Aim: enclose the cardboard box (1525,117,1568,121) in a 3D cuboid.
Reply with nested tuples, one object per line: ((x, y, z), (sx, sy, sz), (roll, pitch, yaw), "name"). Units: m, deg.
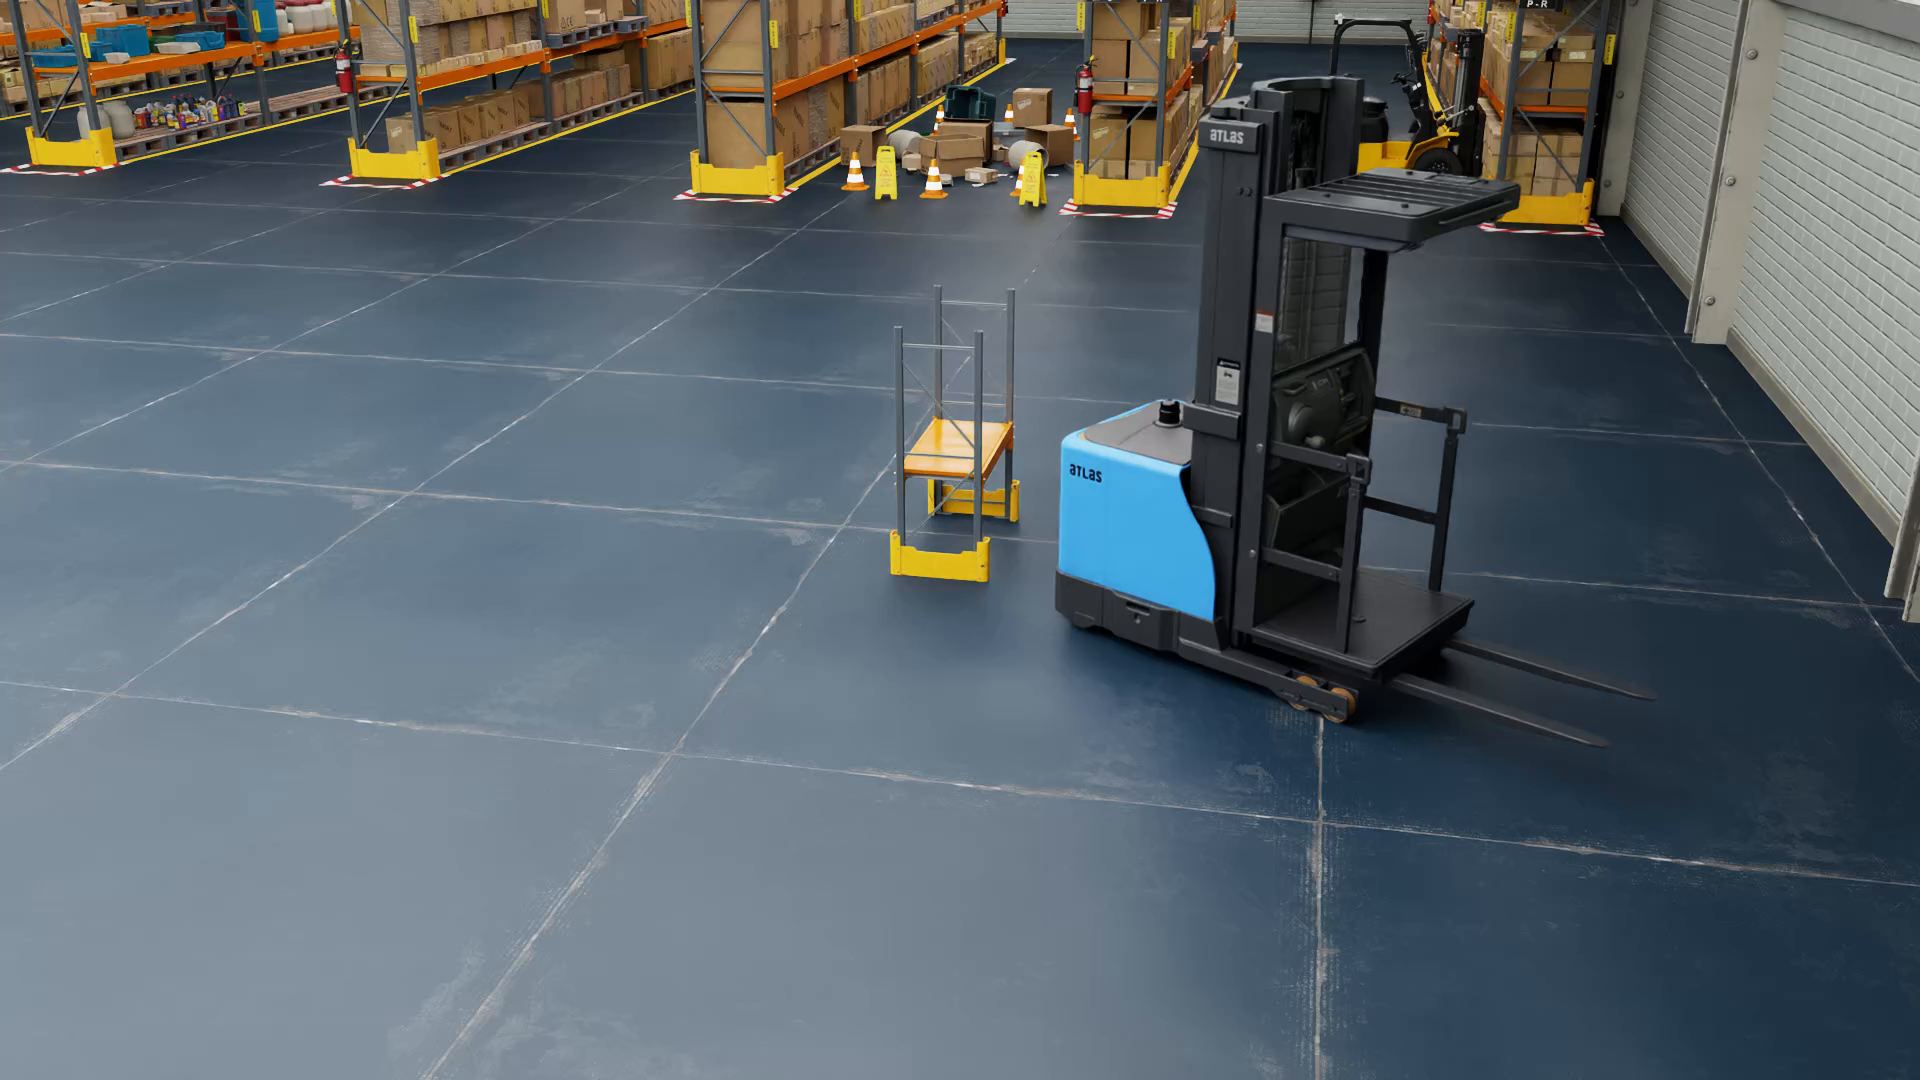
((7.465, -5.298, 21.273), (0.500, 0.250, 0.500), (4, 22, 10), "cardboard box")

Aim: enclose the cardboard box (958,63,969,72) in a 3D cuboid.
((-0.030, -9.289, 32.656), (0.380, 0.149, 0.250), (3, 22, 9), "cardboard box")

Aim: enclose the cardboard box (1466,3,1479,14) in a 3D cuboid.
((8.085, -8.283, 25.902), (0.380, 0.149, 0.250), (5, 22, 12), "cardboard box")

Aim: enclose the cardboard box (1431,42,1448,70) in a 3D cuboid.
((9.694, -9.562, 32.865), (0.700, 0.500, 0.500), (5, 23, 13), "cardboard box")

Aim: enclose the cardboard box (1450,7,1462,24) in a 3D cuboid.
((8.390, -8.663, 27.487), (0.500, 0.250, 0.500), (3, 22, 8), "cardboard box")

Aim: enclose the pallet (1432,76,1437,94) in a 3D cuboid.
((9.449, -8.548, 31.295), (1.003, 0.211, 1.213), (4, 22, 11), "pallet")

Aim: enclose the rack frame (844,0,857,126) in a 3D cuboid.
((-2.051, -7.382, 24.667), (1.000, 3.000, 0.127), (4, 22, 11), "rack frame")

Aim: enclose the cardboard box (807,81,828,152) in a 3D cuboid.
((-2.428, -6.036, 23.609), (0.875, 0.875, 0.875), (5, 22, 11), "cardboard box")

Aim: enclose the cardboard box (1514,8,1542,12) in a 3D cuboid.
((8.486, -7.864, 24.861), (0.380, 0.149, 0.250), (4, 22, 10), "cardboard box")

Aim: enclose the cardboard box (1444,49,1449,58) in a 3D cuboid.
((8.974, -8.815, 30.143), (0.380, 0.149, 0.250), (6, 23, 13), "cardboard box")

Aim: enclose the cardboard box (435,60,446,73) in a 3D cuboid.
((-7.275, -6.484, 22.774), (0.380, 0.149, 0.250), (4, 22, 11), "cardboard box")

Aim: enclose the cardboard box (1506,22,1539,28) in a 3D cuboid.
((7.033, -6.395, 20.817), (0.380, 0.149, 0.250), (5, 22, 12), "cardboard box")

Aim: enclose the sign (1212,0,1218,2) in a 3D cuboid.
((4.165, -8.967, 27.159), (0.100, 0.325, 0.005), (4, 22, 11), "sign")

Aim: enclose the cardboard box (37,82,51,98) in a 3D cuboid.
((-16.153, -7.788, 28.795), (0.500, 0.250, 0.500), (5, 22, 12), "cardboard box")

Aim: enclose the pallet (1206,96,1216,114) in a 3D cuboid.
((3.866, -7.493, 28.677), (1.003, 0.211, 1.213), (4, 22, 11), "pallet")

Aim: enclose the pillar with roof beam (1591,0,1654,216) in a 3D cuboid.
((3.669, -8.498, 19.409), (9.100, 9.000, 0.400), (4, 22, 11), "pillar with roof beam")

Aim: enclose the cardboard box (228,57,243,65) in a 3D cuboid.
((-14.983, -9.958, 33.821), (0.500, 0.500, 0.500), (5, 22, 12), "cardboard box")

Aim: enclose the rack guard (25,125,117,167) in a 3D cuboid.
((-12.582, -5.583, 23.548), (1.175, 0.500, 0.348), (4, 22, 11), "rack guard")

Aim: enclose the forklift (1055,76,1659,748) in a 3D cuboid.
((1.967, -0.689, 8.140), (3.031, 2.935, 1.130), (18, 28, 38), "forklift")

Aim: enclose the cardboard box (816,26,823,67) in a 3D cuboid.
((-2.430, -6.924, 23.330), (0.875, 0.550, 0.550), (4, 22, 11), "cardboard box")

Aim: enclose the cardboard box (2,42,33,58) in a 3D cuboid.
((-19.985, -10.480, 34.676), (0.750, 0.750, 0.750), (5, 23, 13), "cardboard box")

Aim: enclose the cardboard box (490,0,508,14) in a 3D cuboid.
((-6.912, -7.894, 24.068), (0.500, 0.500, 0.500), (4, 22, 11), "cardboard box")

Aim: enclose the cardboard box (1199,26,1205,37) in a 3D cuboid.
((3.531, -7.772, 25.411), (0.380, 0.149, 0.250), (5, 23, 13), "cardboard box")

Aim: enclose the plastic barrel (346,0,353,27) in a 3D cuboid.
((-10.919, -9.297, 29.272), (0.421, 0.512, 0.421), (0, 22, 0), "plastic barrel")

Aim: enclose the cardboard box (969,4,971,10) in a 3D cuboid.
((0.004, -10.570, 32.920), (0.380, 0.149, 0.250), (3, 22, 9), "cardboard box")

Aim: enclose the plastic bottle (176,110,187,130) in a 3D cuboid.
((-11.812, -6.376, 25.218), (0.061, 0.283, 0.133), (5, 22, 12), "plastic bottle")

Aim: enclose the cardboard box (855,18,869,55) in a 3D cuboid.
((-1.680, -7.600, 25.075), (0.500, 0.500, 0.500), (5, 22, 12), "cardboard box")

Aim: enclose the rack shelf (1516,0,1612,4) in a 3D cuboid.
((7.267, -6.991, 20.644), (1.077, 0.370, 4.000), (4, 22, 11), "rack shelf")

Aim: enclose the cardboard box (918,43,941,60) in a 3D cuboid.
((-0.640, -8.827, 30.036), (0.500, 0.250, 0.500), (5, 22, 11), "cardboard box")

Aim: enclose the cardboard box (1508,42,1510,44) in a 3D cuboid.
((6.853, -5.973, 20.166), (0.380, 0.149, 0.250), (4, 22, 11), "cardboard box")

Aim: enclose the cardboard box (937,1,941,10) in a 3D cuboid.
((-0.569, -9.749, 30.319), (0.380, 0.149, 0.250), (5, 23, 13), "cardboard box")

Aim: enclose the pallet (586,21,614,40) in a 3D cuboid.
((-6.434, -8.444, 27.561), (1.003, 0.211, 1.213), (4, 22, 11), "pallet")

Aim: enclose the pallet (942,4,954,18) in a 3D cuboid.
((-0.717, -9.950, 31.301), (1.003, 0.211, 1.213), (4, 22, 11), "pallet")

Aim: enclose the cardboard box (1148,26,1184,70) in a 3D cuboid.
((2.668, -6.478, 21.890), (0.500, 0.500, 0.500), (4, 22, 10), "cardboard box")

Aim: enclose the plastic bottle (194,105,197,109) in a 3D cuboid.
((-11.831, -6.621, 25.827), (0.061, 0.283, 0.133), (4, 22, 11), "plastic bottle")

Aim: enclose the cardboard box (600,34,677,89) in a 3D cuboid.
((-5.909, -8.720, 30.271), (1.225, 0.875, 0.875), (3, 22, 8), "cardboard box")

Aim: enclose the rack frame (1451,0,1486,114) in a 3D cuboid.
((8.492, -8.127, 26.518), (1.000, 3.000, 0.127), (4, 22, 11), "rack frame")

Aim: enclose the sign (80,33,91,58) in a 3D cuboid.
((-12.013, -6.796, 22.843), (0.100, 0.325, 0.005), (4, 22, 11), "sign")

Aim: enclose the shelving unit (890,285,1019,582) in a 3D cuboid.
((-0.016, -0.668, 10.004), (0.587, 1.500, 1.083), (4, 22, 11), "shelving unit")

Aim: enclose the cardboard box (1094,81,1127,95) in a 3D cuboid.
((1.866, -5.615, 20.617), (0.380, 0.149, 0.250), (5, 23, 13), "cardboard box")

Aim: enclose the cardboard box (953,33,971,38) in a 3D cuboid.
((0.020, -10.643, 35.223), (0.380, 0.149, 0.250), (5, 22, 12), "cardboard box")

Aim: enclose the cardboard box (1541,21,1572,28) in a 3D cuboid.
((7.531, -6.454, 20.963), (0.380, 0.149, 0.250), (5, 22, 12), "cardboard box")

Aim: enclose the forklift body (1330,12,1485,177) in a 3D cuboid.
((5.460, -5.640, 21.480), (2.313, 2.155, 1.214), (4, 22, 11), "forklift body")

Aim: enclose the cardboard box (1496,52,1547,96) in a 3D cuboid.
((6.818, -5.637, 20.201), (0.500, 0.500, 0.500), (5, 23, 13), "cardboard box")

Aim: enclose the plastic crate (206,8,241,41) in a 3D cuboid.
((-11.936, -8.405, 27.121), (0.402, 0.464, 0.583), (4, 22, 11), "plastic crate")

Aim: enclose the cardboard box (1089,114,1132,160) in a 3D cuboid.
((1.907, -5.159, 21.262), (0.500, 0.500, 0.500), (5, 22, 11), "cardboard box")

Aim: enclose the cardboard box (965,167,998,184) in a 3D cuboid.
((0.289, -4.889, 22.294), (0.380, 0.149, 0.250), (18, 28, 38), "cardboard box")

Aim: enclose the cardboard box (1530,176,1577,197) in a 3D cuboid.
((7.151, -4.286, 20.098), (0.500, 0.250, 0.500), (5, 22, 11), "cardboard box")

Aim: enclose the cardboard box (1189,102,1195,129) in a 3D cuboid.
((3.063, -6.473, 25.365), (0.950, 0.372, 0.625), (6, 23, 14), "cardboard box")

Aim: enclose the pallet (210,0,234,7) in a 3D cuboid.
((-15.221, -11.106, 34.172), (1.003, 0.211, 1.213), (4, 22, 11), "pallet")

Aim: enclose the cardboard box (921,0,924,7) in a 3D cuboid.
((-0.835, -9.420, 29.103), (0.380, 0.149, 0.250), (4, 22, 9), "cardboard box")

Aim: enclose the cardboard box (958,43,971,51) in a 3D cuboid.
((0.003, -9.856, 33.268), (0.380, 0.149, 0.250), (4, 22, 10), "cardboard box")

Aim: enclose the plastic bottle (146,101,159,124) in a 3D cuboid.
((-12.469, -6.594, 25.667), (0.144, 0.351, 0.185), (5, 23, 13), "plastic bottle")

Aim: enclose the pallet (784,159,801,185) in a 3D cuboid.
((-2.781, -4.924, 22.297), (1.003, 0.211, 1.213), (4, 22, 11), "pallet")

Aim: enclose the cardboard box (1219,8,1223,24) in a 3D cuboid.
((4.498, -9.528, 30.197), (0.500, 0.250, 0.500), (4, 22, 10), "cardboard box")

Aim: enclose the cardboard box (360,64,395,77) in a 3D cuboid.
((-7.846, -6.337, 22.410), (0.380, 0.149, 0.250), (4, 22, 11), "cardboard box")

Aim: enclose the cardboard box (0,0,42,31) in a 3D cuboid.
((-16.303, -9.072, 28.730), (0.500, 0.500, 0.500), (6, 23, 15), "cardboard box")
